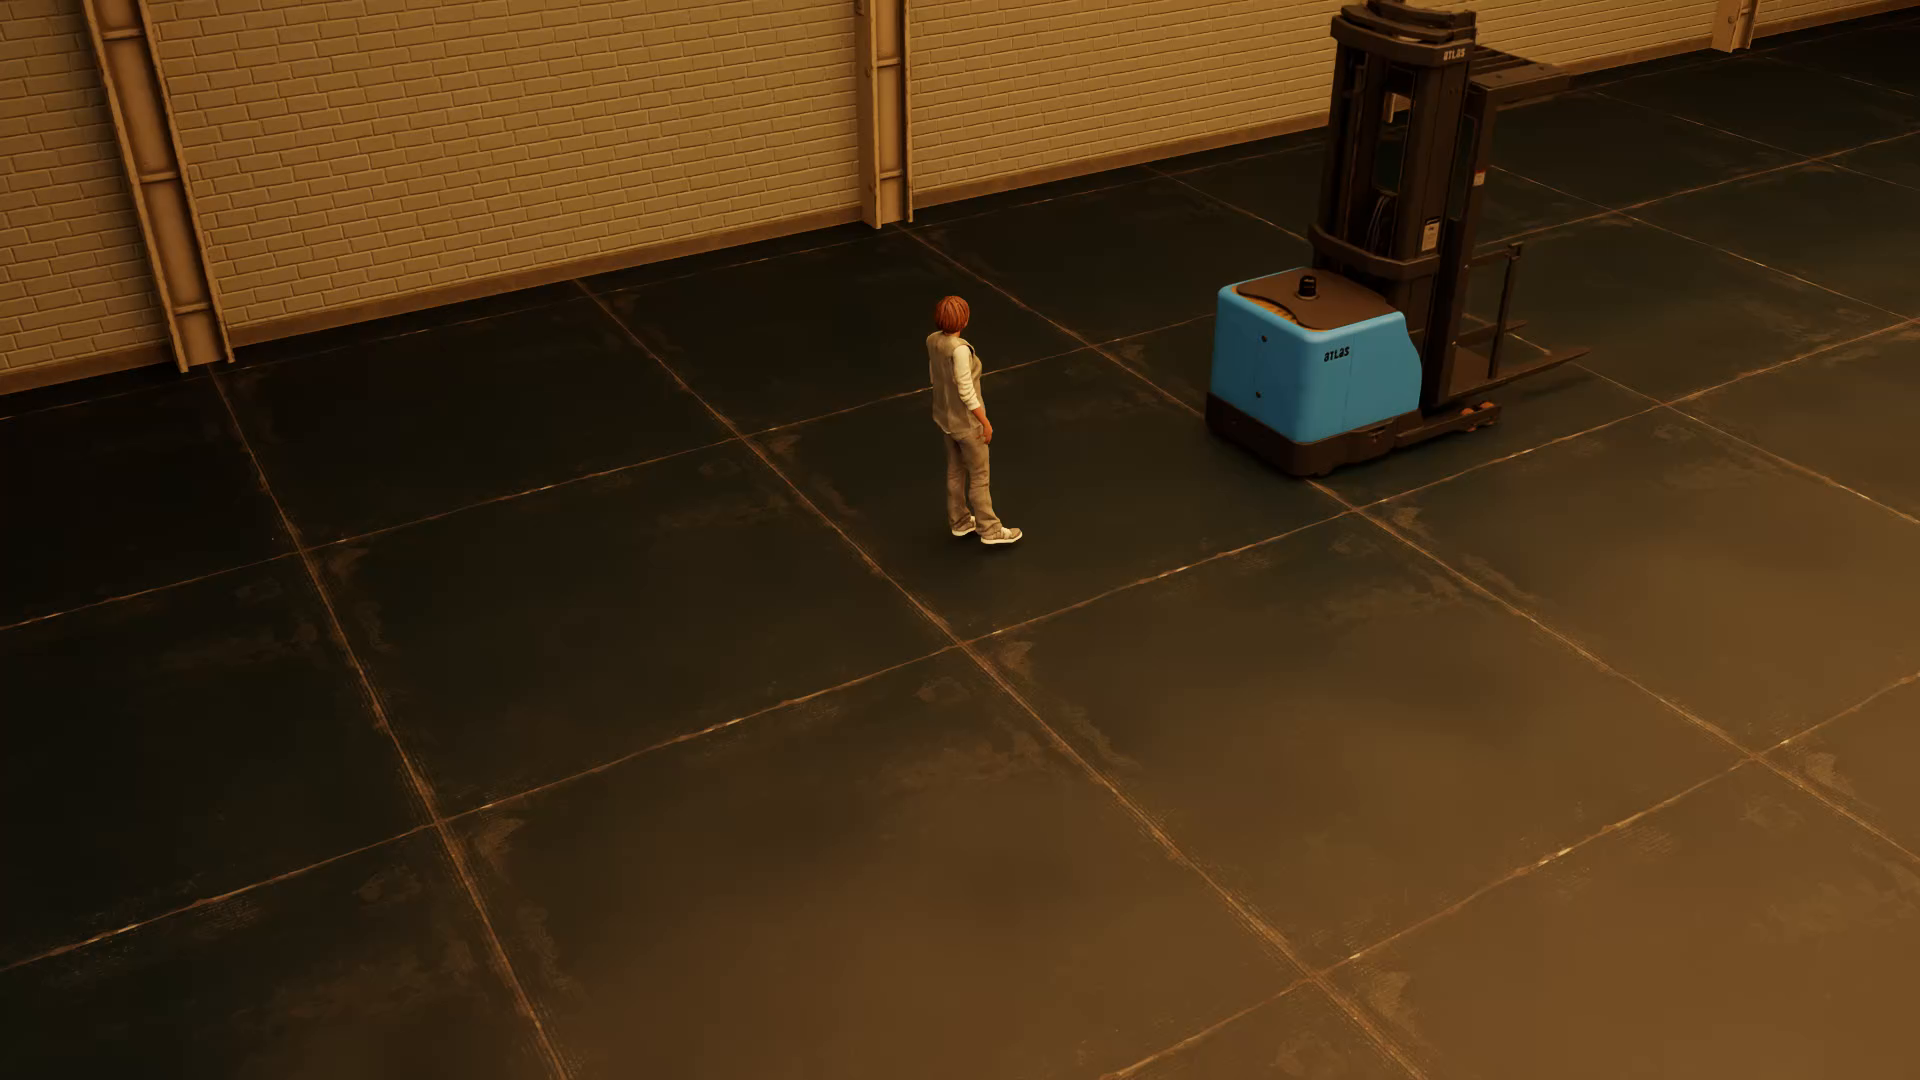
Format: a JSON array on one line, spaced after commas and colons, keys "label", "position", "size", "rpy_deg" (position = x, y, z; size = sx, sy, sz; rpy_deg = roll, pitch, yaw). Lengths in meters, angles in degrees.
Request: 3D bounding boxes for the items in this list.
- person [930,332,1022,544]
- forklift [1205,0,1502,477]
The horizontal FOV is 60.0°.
[{"label": "person", "position": [0.077, -0.640, 10.151], "size": [0.459, 1.362, 0.520], "rpy_deg": [-17, 35, -26]}, {"label": "forklift", "position": [3.260, -2.235, 11.379], "size": [3.031, 2.935, 1.130], "rpy_deg": [-17, 35, -27]}]
